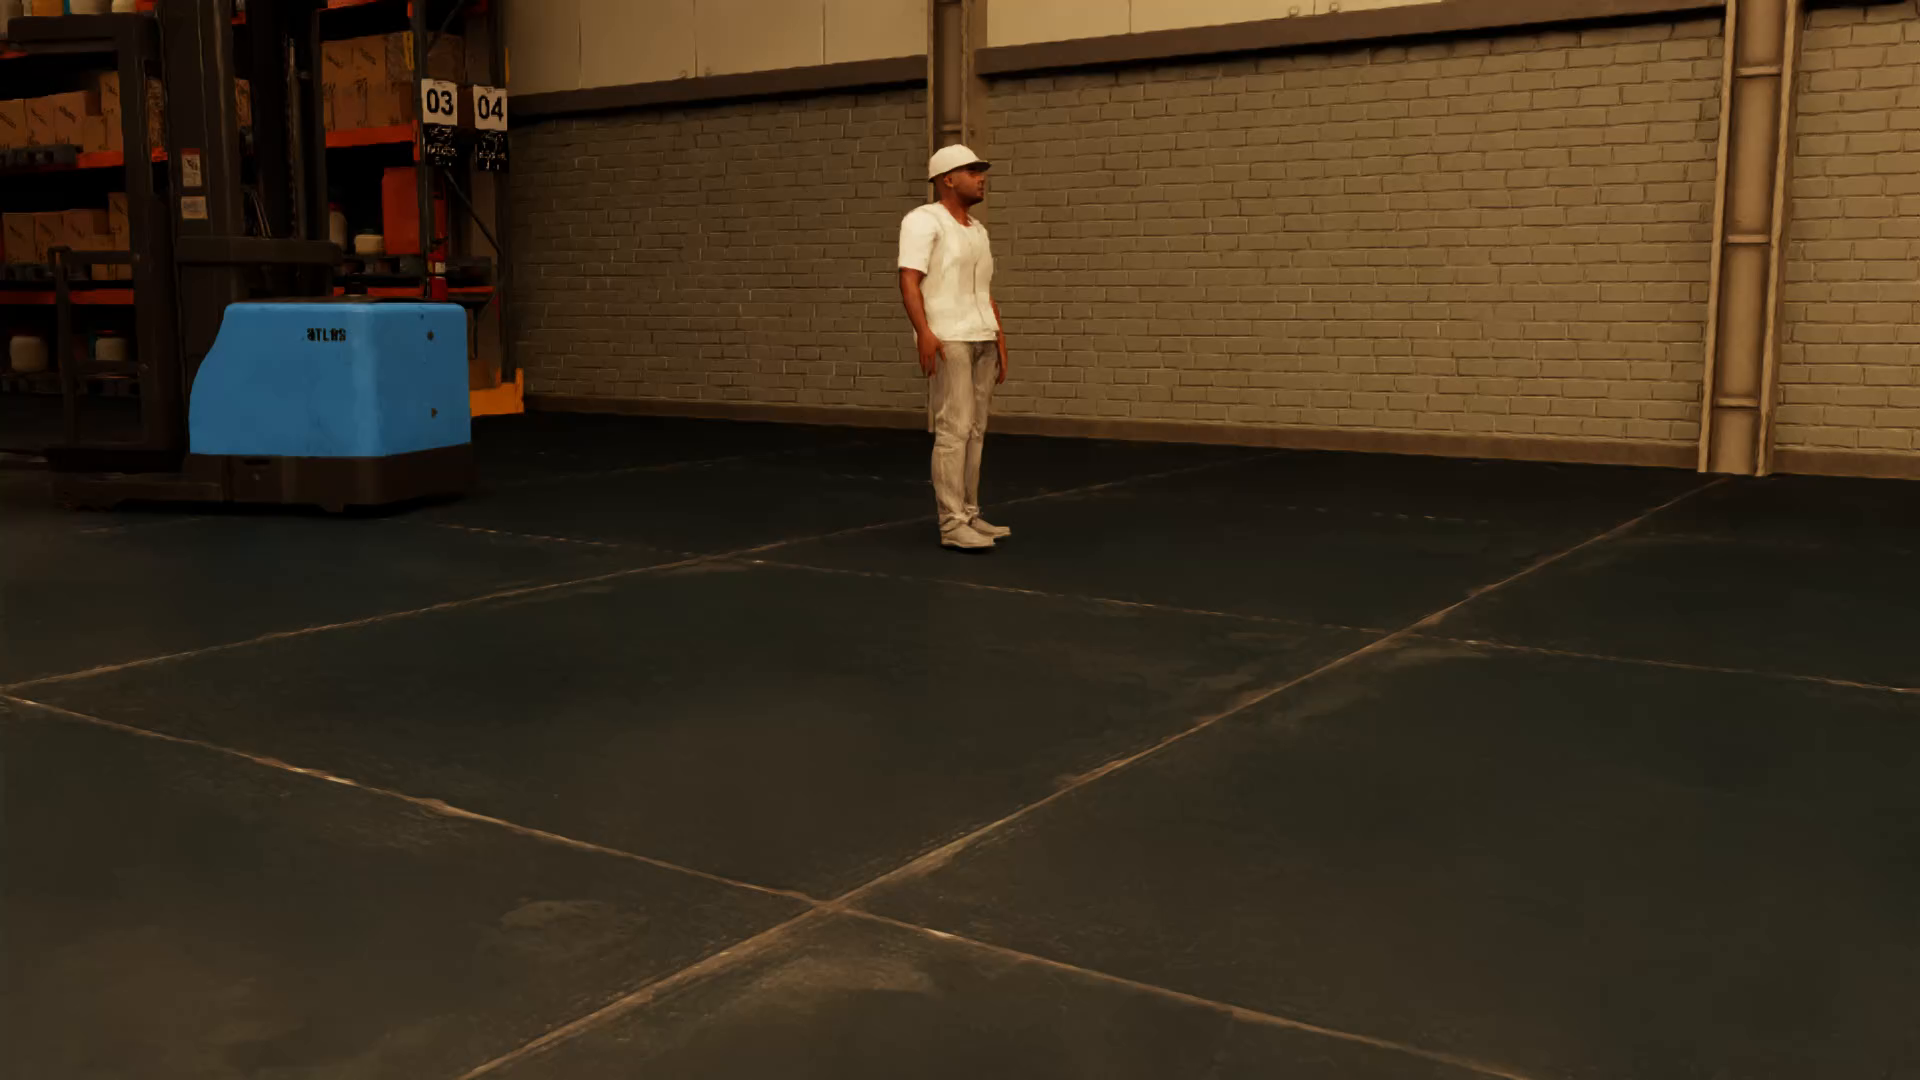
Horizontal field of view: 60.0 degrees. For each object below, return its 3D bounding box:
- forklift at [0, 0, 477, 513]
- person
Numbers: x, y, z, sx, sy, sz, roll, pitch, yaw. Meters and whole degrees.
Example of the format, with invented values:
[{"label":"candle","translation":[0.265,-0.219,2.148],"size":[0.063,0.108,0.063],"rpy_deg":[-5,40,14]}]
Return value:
[{"label":"forklift","translation":[-4.256,-1.671,8.947],"size":[3.031,2.935,1.130],"rpy_deg":[2,8,14]},{"label":"person","translation":[0.055,-0.875,7.435],"size":[0.576,1.766,0.665],"rpy_deg":[5,10,34]}]
